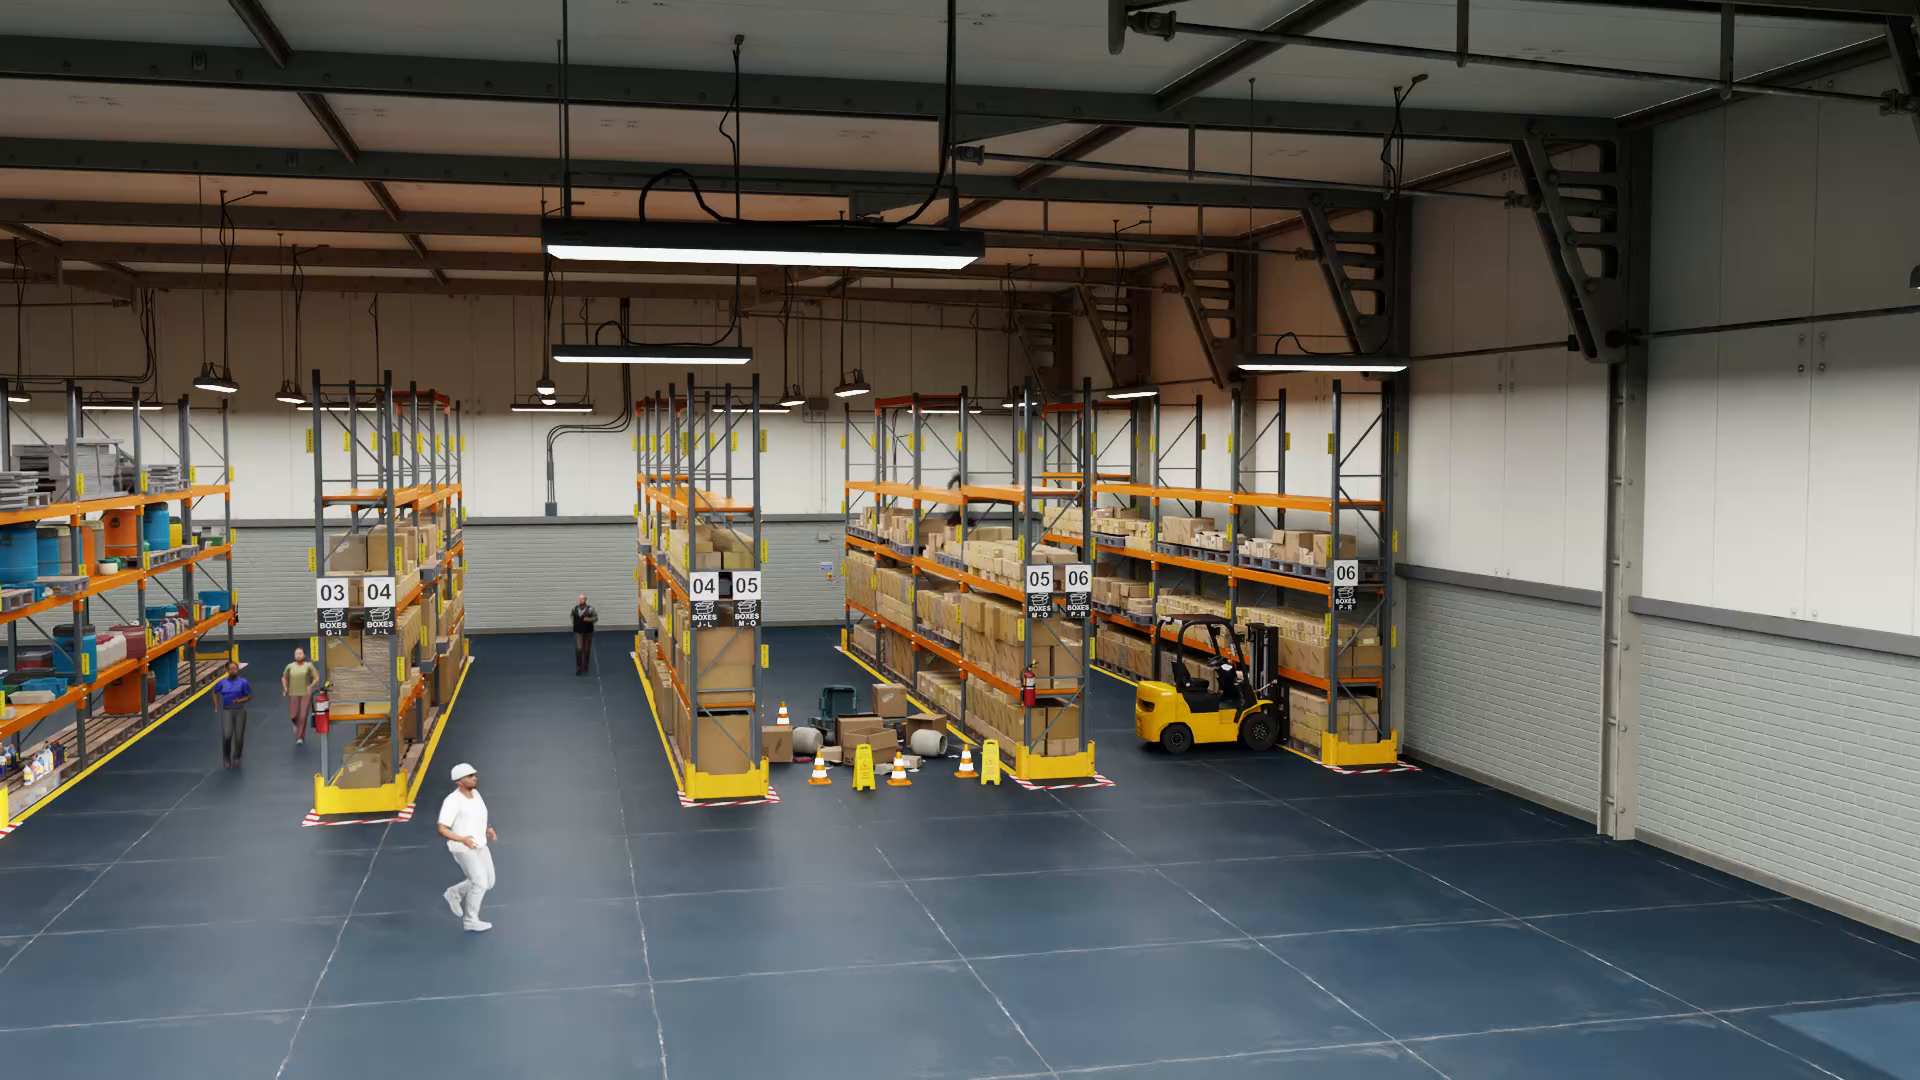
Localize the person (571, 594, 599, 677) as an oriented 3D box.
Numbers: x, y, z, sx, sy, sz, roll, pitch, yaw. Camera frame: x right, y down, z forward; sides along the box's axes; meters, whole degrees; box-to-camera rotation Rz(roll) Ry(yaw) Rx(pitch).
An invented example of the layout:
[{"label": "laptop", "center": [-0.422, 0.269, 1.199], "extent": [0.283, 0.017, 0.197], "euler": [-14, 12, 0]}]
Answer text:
[{"label": "person", "center": [-8.157, 2.072, 36.126], "extent": [0.628, 1.792, 0.781], "euler": [0, 3, -7]}]

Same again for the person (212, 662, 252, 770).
[{"label": "person", "center": [-11.188, 2.709, 25.578], "extent": [0.548, 1.644, 0.684], "euler": [-2, 4, -26]}]

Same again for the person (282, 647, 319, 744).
[{"label": "person", "center": [-11.018, 2.598, 27.785], "extent": [0.594, 1.620, 0.558], "euler": [-1, 3, -17]}]

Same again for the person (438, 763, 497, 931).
[{"label": "person", "center": [-5.094, 3.153, 17.118], "extent": [0.609, 1.717, 0.697], "euler": [1, 3, 14]}]
